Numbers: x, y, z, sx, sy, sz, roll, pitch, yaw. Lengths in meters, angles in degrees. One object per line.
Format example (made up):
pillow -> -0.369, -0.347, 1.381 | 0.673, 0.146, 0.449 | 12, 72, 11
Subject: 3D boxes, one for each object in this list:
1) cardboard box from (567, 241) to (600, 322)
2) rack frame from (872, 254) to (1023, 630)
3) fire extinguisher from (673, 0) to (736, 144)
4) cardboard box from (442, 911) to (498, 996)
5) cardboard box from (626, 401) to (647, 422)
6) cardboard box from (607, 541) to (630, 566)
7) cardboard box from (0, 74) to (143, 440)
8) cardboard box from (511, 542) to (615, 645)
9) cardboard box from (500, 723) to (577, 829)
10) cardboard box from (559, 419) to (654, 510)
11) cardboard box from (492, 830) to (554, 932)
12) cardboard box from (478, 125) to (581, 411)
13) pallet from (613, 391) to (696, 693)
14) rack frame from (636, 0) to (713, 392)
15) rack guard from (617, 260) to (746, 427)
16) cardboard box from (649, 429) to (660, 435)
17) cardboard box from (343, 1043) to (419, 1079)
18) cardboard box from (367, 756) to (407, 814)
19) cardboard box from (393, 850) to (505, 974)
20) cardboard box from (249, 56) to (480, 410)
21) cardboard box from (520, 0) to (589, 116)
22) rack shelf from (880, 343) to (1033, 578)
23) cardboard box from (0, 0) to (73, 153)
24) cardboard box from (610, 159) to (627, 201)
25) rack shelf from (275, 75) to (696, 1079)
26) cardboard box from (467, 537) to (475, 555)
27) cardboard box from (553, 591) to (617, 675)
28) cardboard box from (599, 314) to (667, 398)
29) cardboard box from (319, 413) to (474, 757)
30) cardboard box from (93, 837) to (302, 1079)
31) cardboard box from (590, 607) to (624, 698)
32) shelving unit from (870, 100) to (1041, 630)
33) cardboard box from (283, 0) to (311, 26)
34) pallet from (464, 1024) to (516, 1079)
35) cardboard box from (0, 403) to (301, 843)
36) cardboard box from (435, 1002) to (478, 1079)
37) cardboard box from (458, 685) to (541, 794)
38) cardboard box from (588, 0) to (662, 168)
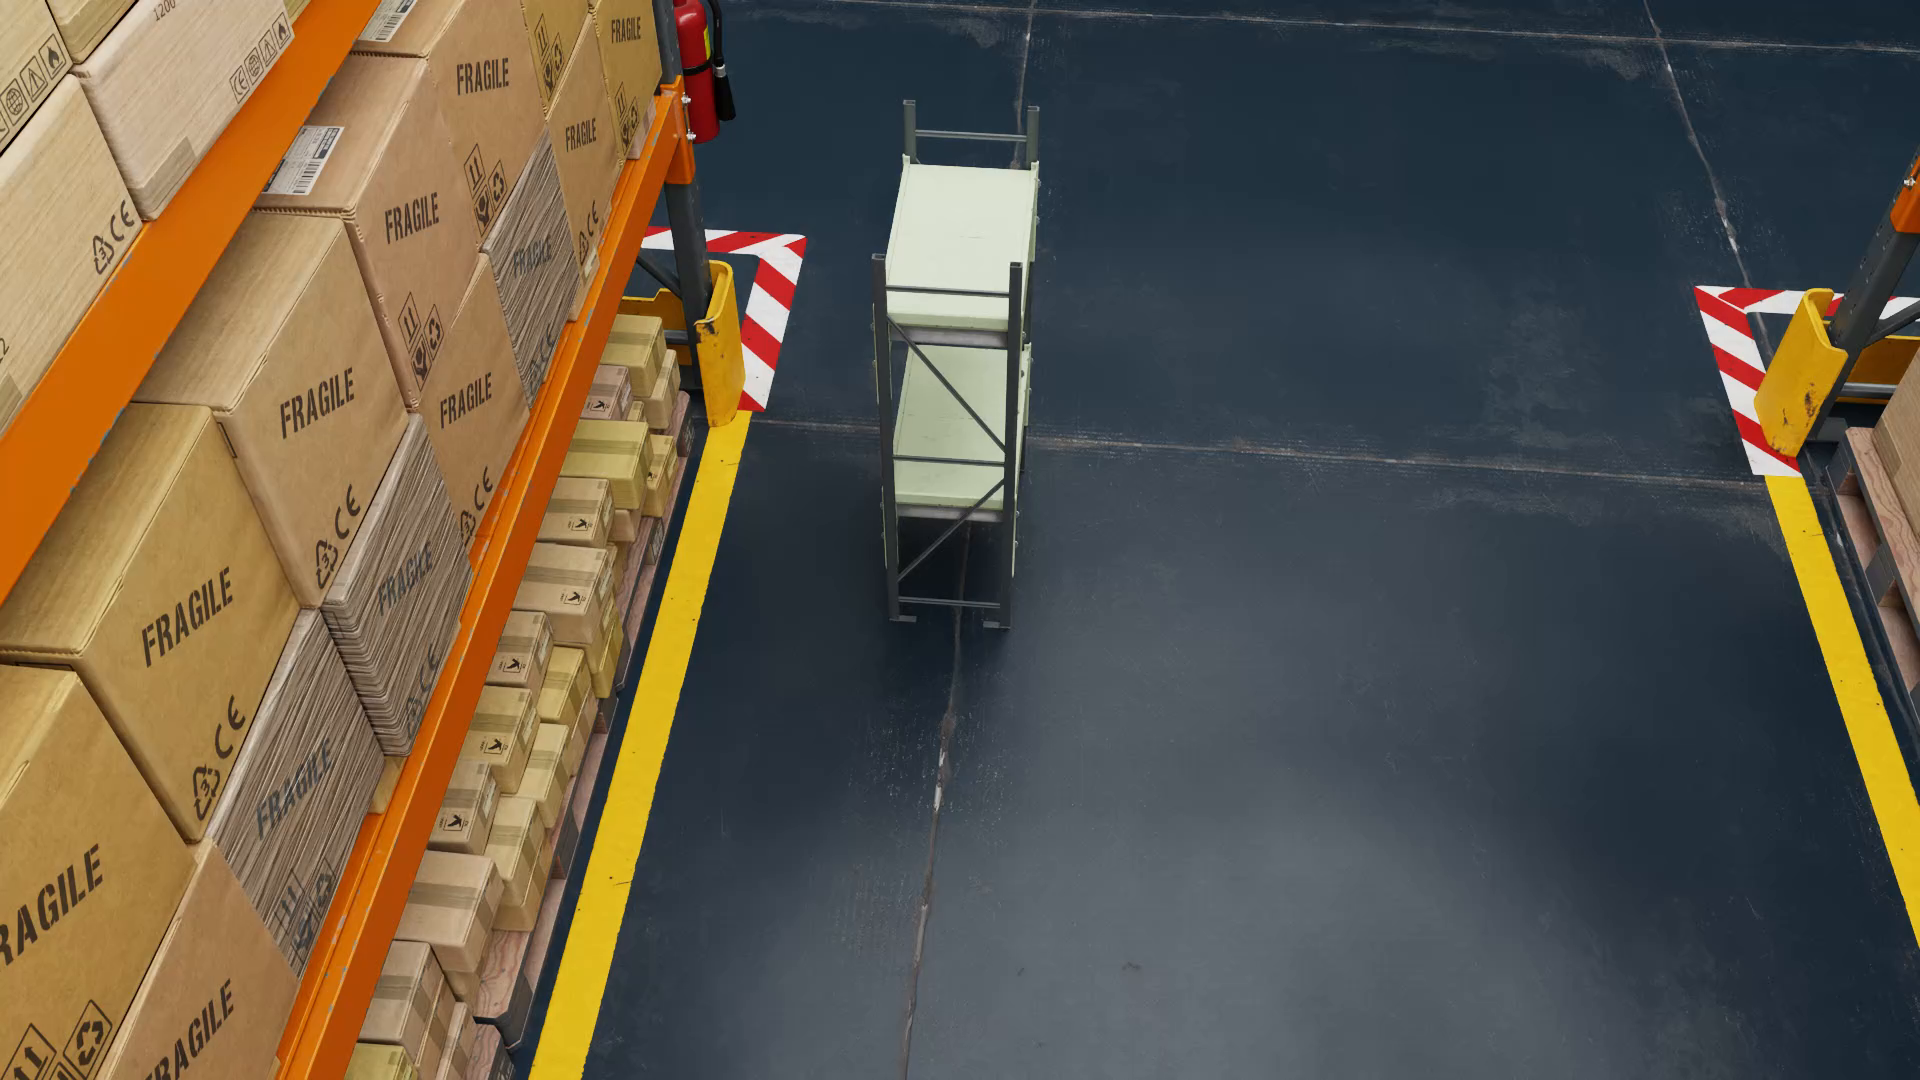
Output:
cardboard box -> -1.216, -0.748, 4.571 | 0.380, 0.149, 0.250 | 5, 48, 5
rack frame -> -0.034, -0.232, 4.946 | 0.400, 1.500, 0.023 | 4, 48, 4
fire extinguisher -> -0.918, -1.648, 5.530 | 0.296, 0.674, 0.183 | 4, 48, 4
cardboard box -> -1.417, 0.997, 4.252 | 0.380, 0.149, 0.250 | 6, 48, 5
cardboard box -> -1.242, -0.330, 5.465 | 0.380, 0.149, 0.250 | 3, 48, 3
cardboard box -> -1.273, -0.040, 5.402 | 0.380, 0.149, 0.250 | 4, 48, 3
cardboard box -> -1.423, -0.359, 2.115 | 0.500, 0.250, 0.500 | 3, 48, 3
cardboard box -> -1.229, 0.147, 4.827 | 0.380, 0.149, 0.250 | 5, 48, 5
cardboard box -> -1.283, 0.636, 4.581 | 0.380, 0.149, 0.250 | 4, 48, 4
cardboard box -> -1.173, -0.240, 5.181 | 0.380, 0.149, 0.250 | 3, 48, 3
cardboard box -> -1.334, 0.912, 4.531 | 0.380, 0.149, 0.250 | 3, 48, 2
cardboard box -> -1.274, -0.681, 4.071 | 0.500, 0.500, 0.500 | 4, 48, 4
pallet -> -1.516, -0.054, 5.657 | 1.003, 0.211, 1.213 | 4, 48, 4
rack frame -> -1.400, -1.646, 5.222 | 1.000, 3.000, 0.127 | 4, 48, 4
rack guard -> -1.407, -0.746, 6.094 | 1.175, 0.500, 0.348 | 4, 48, 4
cardboard box -> -1.241, -0.425, 5.753 | 0.380, 0.149, 0.250 | 5, 48, 4
cardboard box -> -1.469, 1.286, 3.785 | 0.380, 0.149, 0.250 | 3, 48, 3
cardboard box -> -1.373, 0.418, 3.505 | 0.380, 0.149, 0.250 | 5, 48, 4
cardboard box -> -1.363, 0.912, 4.128 | 0.380, 0.149, 0.250 | 5, 48, 4
cardboard box -> -1.324, -0.620, 3.338 | 0.500, 0.500, 0.500 | 2, 48, 2
cardboard box -> -1.240, -1.392, 4.043 | 0.500, 0.500, 0.500 | 2, 48, 2
rack shelf -> -0.001, -0.281, 5.433 | 0.431, 0.370, 0.720 | 4, 48, 4
cardboard box -> -1.432, -0.540, 1.942 | 0.500, 0.250, 0.500 | 4, 48, 3
cardboard box -> -1.209, -1.122, 4.914 | 0.380, 0.149, 0.250 | 4, 48, 3
rack shelf -> -1.583, 0.067, 4.144 | 1.077, 0.370, 4.000 | 4, 48, 4
cardboard box -> -1.363, 0.021, 3.868 | 0.380, 0.149, 0.250 | 5, 48, 5
cardboard box -> -1.244, 0.245, 4.939 | 0.380, 0.149, 0.250 | 5, 48, 4
cardboard box -> -1.196, -0.620, 5.529 | 0.380, 0.149, 0.250 | 4, 48, 4
cardboard box -> -1.349, 0.081, 3.374 | 0.500, 0.500, 0.500 | 3, 48, 3
cardboard box -> -1.469, 0.812, 2.705 | 0.500, 0.500, 0.500 | 3, 48, 3
cardboard box -> -1.243, 0.334, 5.060 | 0.380, 0.149, 0.250 | 2, 48, 2
shelving unit -> -0.001, -0.501, 5.192 | 0.431, 1.500, 0.755 | 4, 48, 4
cardboard box -> -1.305, -1.124, 2.815 | 0.500, 0.250, 0.500 | 6, 48, 5
pallet -> -1.739, 1.739, 4.017 | 1.003, 0.211, 1.213 | 4, 48, 4
cardboard box -> -1.449, 0.125, 2.656 | 0.500, 0.500, 0.500 | 3, 48, 2
cardboard box -> -1.443, 1.296, 4.179 | 0.380, 0.149, 0.250 | 3, 48, 3
cardboard box -> -1.359, 0.527, 4.479 | 0.380, 0.149, 0.250 | 4, 48, 4
cardboard box -> -1.185, -1.432, 4.758 | 0.500, 0.500, 0.500 | 5, 48, 4
